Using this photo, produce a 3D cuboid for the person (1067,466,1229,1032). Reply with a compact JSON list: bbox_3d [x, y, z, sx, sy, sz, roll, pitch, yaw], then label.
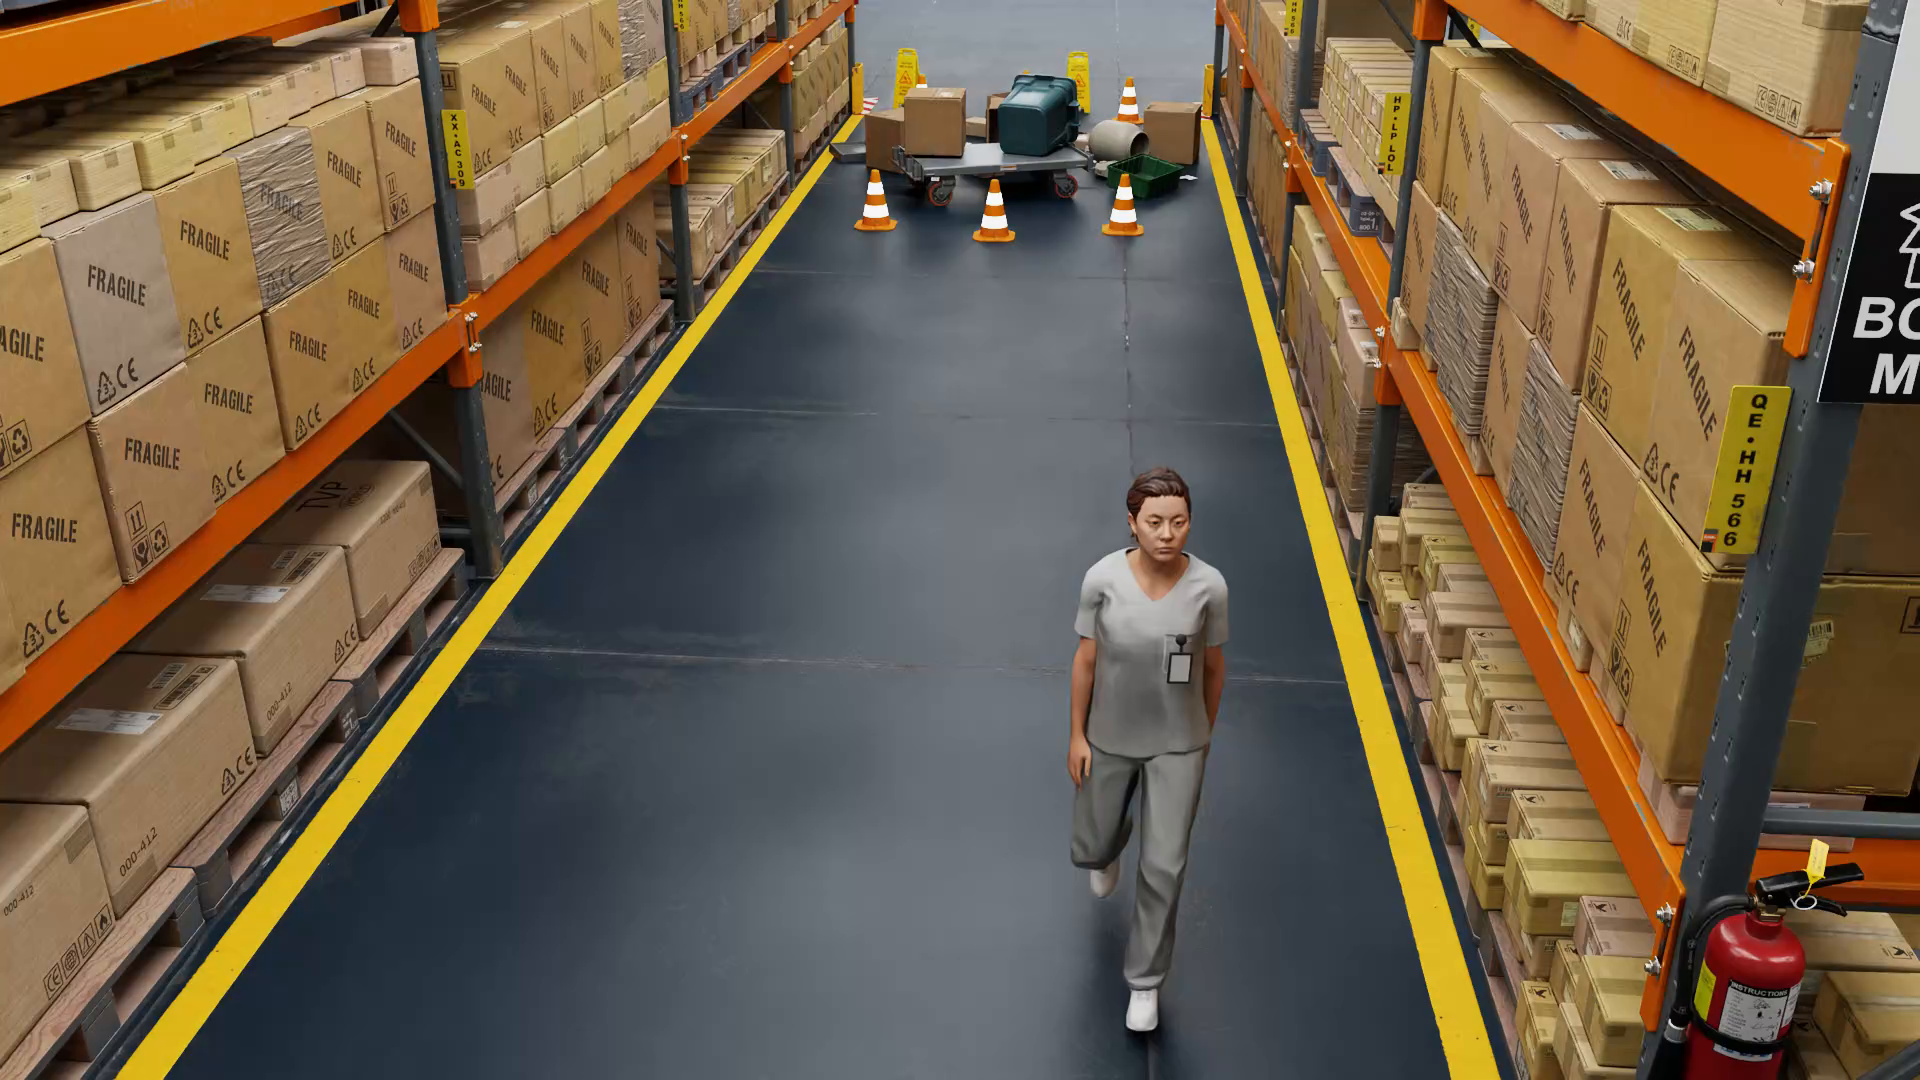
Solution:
[{"bbox_3d":[0.542,0.554,4.858,0.441,1.645,0.763,4,25,8],"label":"person"}]
